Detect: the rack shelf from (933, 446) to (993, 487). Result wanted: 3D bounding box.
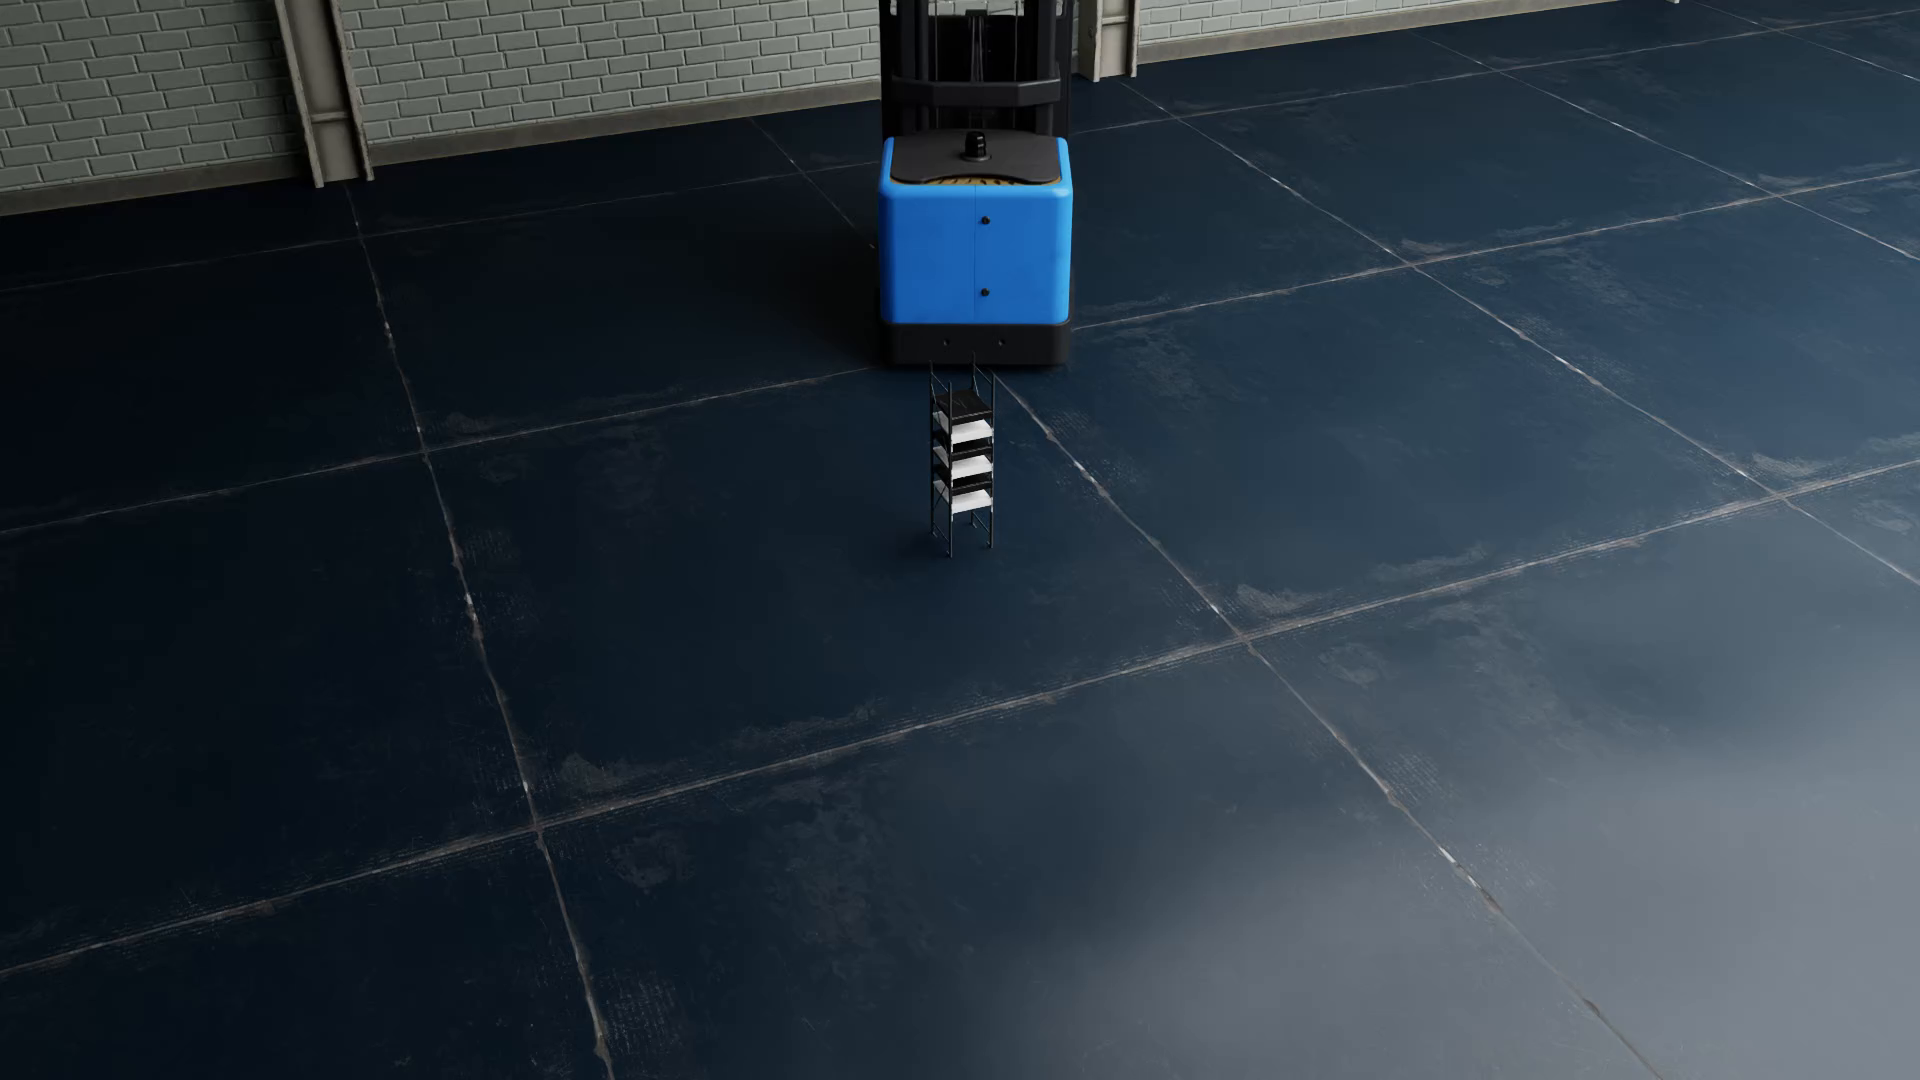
[{"bbox_3d":[0.008,-0.351,7.525,0.200,0.077,0.258,-13,35,-19],"label":"rack shelf"}]

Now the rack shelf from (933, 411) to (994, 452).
[{"bbox_3d":[0.008,-0.502,7.427,0.200,0.077,0.258,-13,35,-19],"label":"rack shelf"}]

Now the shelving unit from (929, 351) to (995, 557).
[{"bbox_3d":[0.008,-0.379,7.507,0.210,0.900,0.258,-13,35,-19],"label":"shelving unit"}]

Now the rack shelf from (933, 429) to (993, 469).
[{"bbox_3d":[0.008,-0.426,7.476,0.200,0.077,0.258,-13,35,-19],"label":"rack shelf"}]

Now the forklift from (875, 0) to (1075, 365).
[{"bbox_3d":[0.093,-2.953,9.601,1.130,2.935,3.031,0,33,0],"label":"forklift"}]

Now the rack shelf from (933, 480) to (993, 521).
[{"bbox_3d":[0.007,-0.200,7.624,0.200,0.077,0.258,-13,35,-19],"label":"rack shelf"}]

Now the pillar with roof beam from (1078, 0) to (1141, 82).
[{"bbox_3d":[2.867,-5.426,7.838,0.400,9.000,9.100,-13,35,-19],"label":"pillar with roof beam"}]

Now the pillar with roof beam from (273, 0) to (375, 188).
[{"bbox_3d":[-2.665,-4.159,5.891,0.400,9.000,9.100,-13,35,-19],"label":"pillar with roof beam"}]

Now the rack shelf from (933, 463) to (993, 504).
[{"bbox_3d":[0.007,-0.276,7.574,0.200,0.077,0.258,-13,35,-19],"label":"rack shelf"}]

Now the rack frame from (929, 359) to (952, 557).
[{"bbox_3d":[-0.086,-0.357,7.474,0.006,0.900,0.240,-13,35,-19],"label":"rack frame"}]

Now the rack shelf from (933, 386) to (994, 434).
[{"bbox_3d":[0.008,-0.577,7.378,0.200,0.077,0.258,-13,35,-19],"label":"rack shelf"}]

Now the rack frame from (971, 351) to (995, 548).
[{"bbox_3d":[0.101,-0.400,7.540,0.006,0.900,0.240,-13,35,-19],"label":"rack frame"}]
